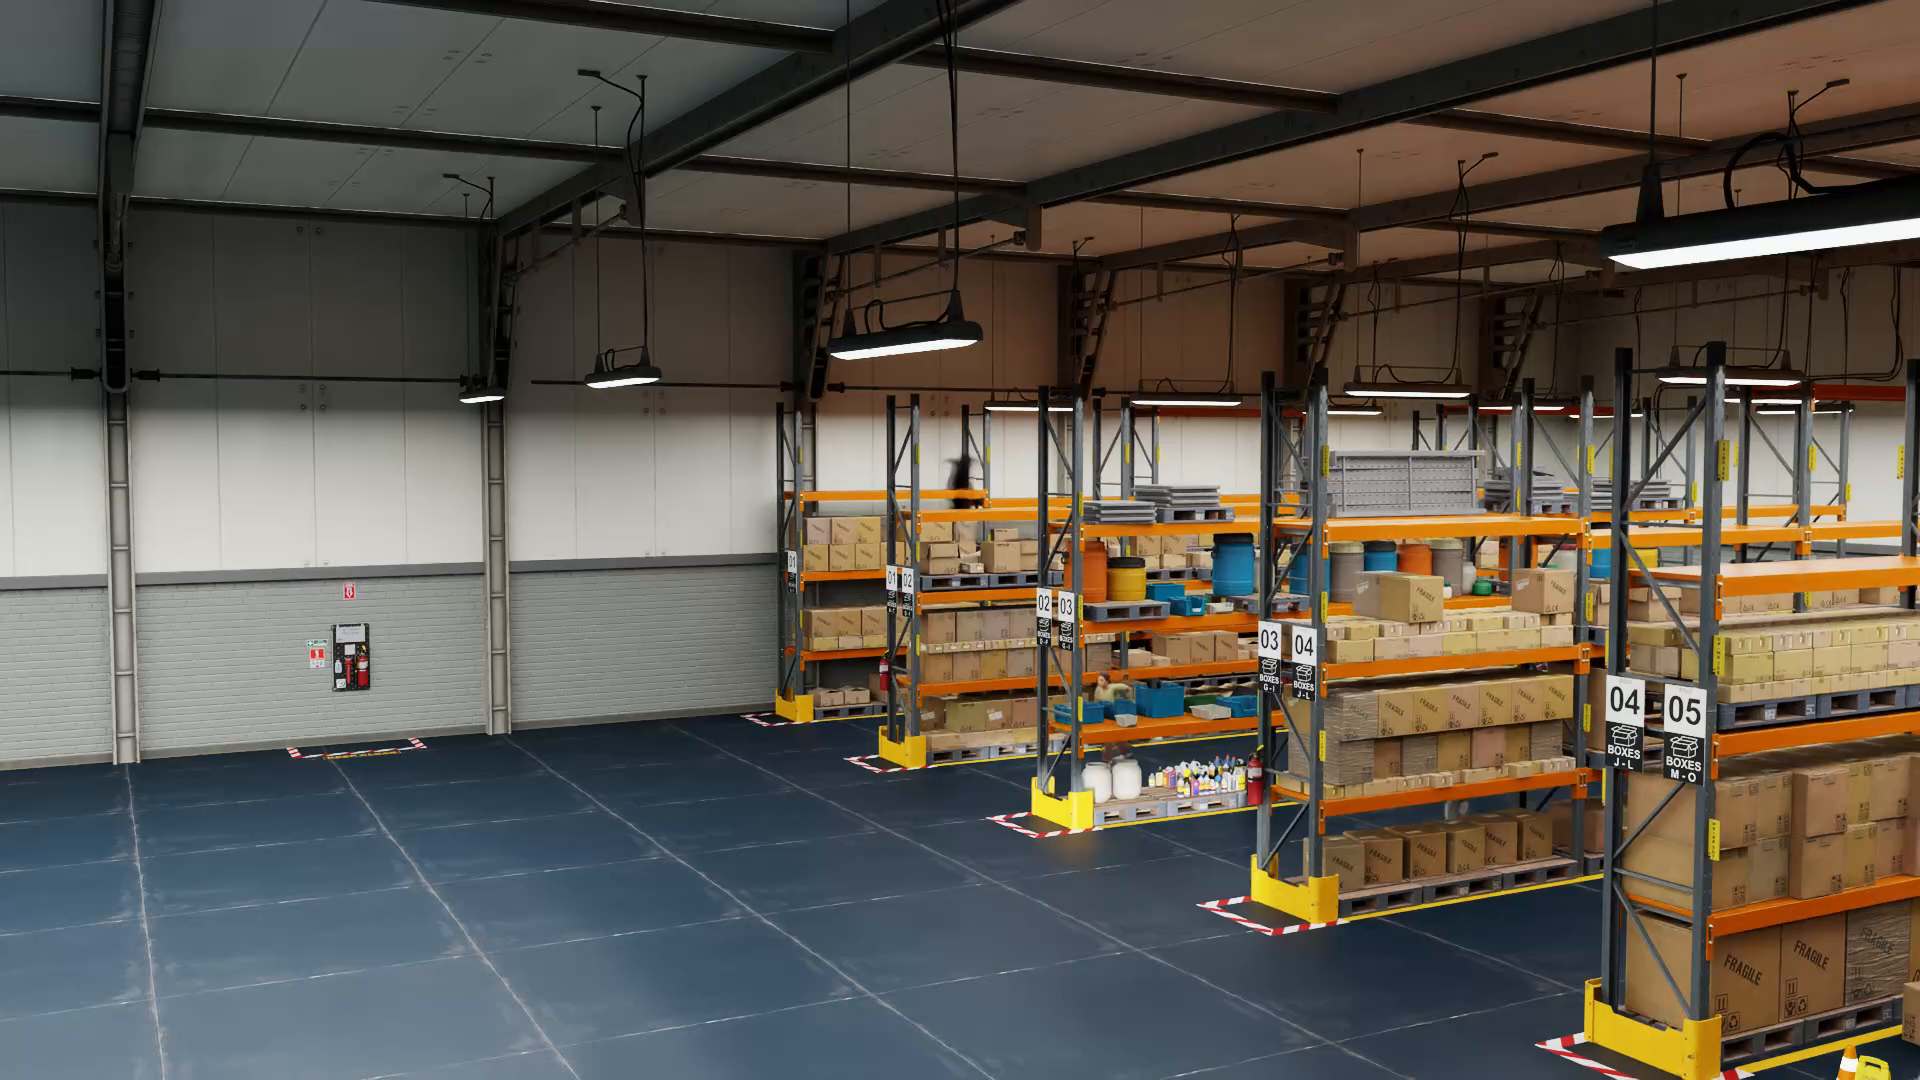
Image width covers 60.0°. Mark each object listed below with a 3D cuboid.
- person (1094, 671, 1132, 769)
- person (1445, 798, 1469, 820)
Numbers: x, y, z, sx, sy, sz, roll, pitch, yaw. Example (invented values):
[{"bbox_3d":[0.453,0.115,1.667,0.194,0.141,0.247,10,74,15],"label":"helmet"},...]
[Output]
[{"bbox_3d":[2.502,2.889,26.667,0.626,1.632,0.948,3,4,39],"label":"person"},{"bbox_3d":[6.598,3.068,22.299,0.752,1.712,0.687,-2,4,-37],"label":"person"}]
